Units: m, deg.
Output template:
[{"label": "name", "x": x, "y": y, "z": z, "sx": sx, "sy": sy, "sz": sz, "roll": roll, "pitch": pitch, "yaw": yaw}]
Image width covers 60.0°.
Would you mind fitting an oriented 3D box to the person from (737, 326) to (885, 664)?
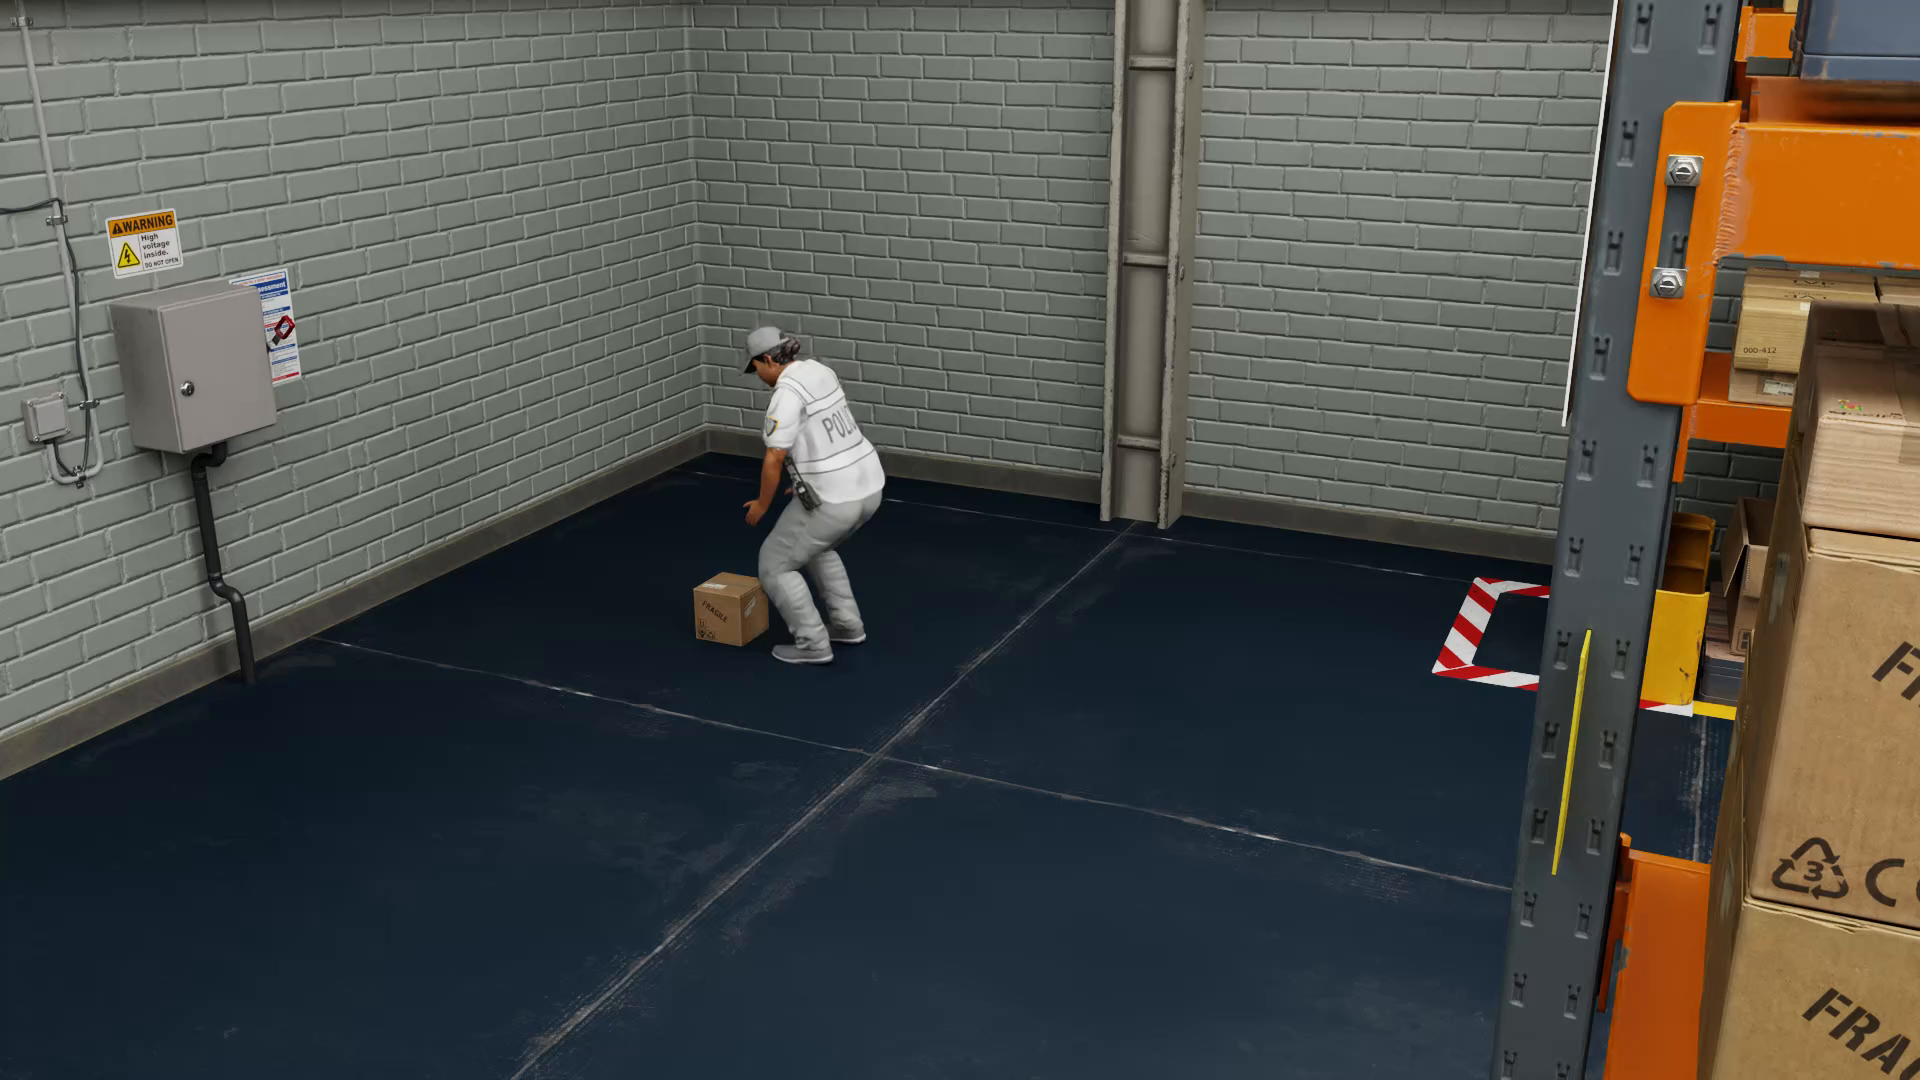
[{"label": "person", "x": -0.673, "y": -0.192, "z": 7.384, "sx": 0.632, "sy": 1.502, "sz": 0.525, "roll": 9, "pitch": 21, "yaw": 24}]
